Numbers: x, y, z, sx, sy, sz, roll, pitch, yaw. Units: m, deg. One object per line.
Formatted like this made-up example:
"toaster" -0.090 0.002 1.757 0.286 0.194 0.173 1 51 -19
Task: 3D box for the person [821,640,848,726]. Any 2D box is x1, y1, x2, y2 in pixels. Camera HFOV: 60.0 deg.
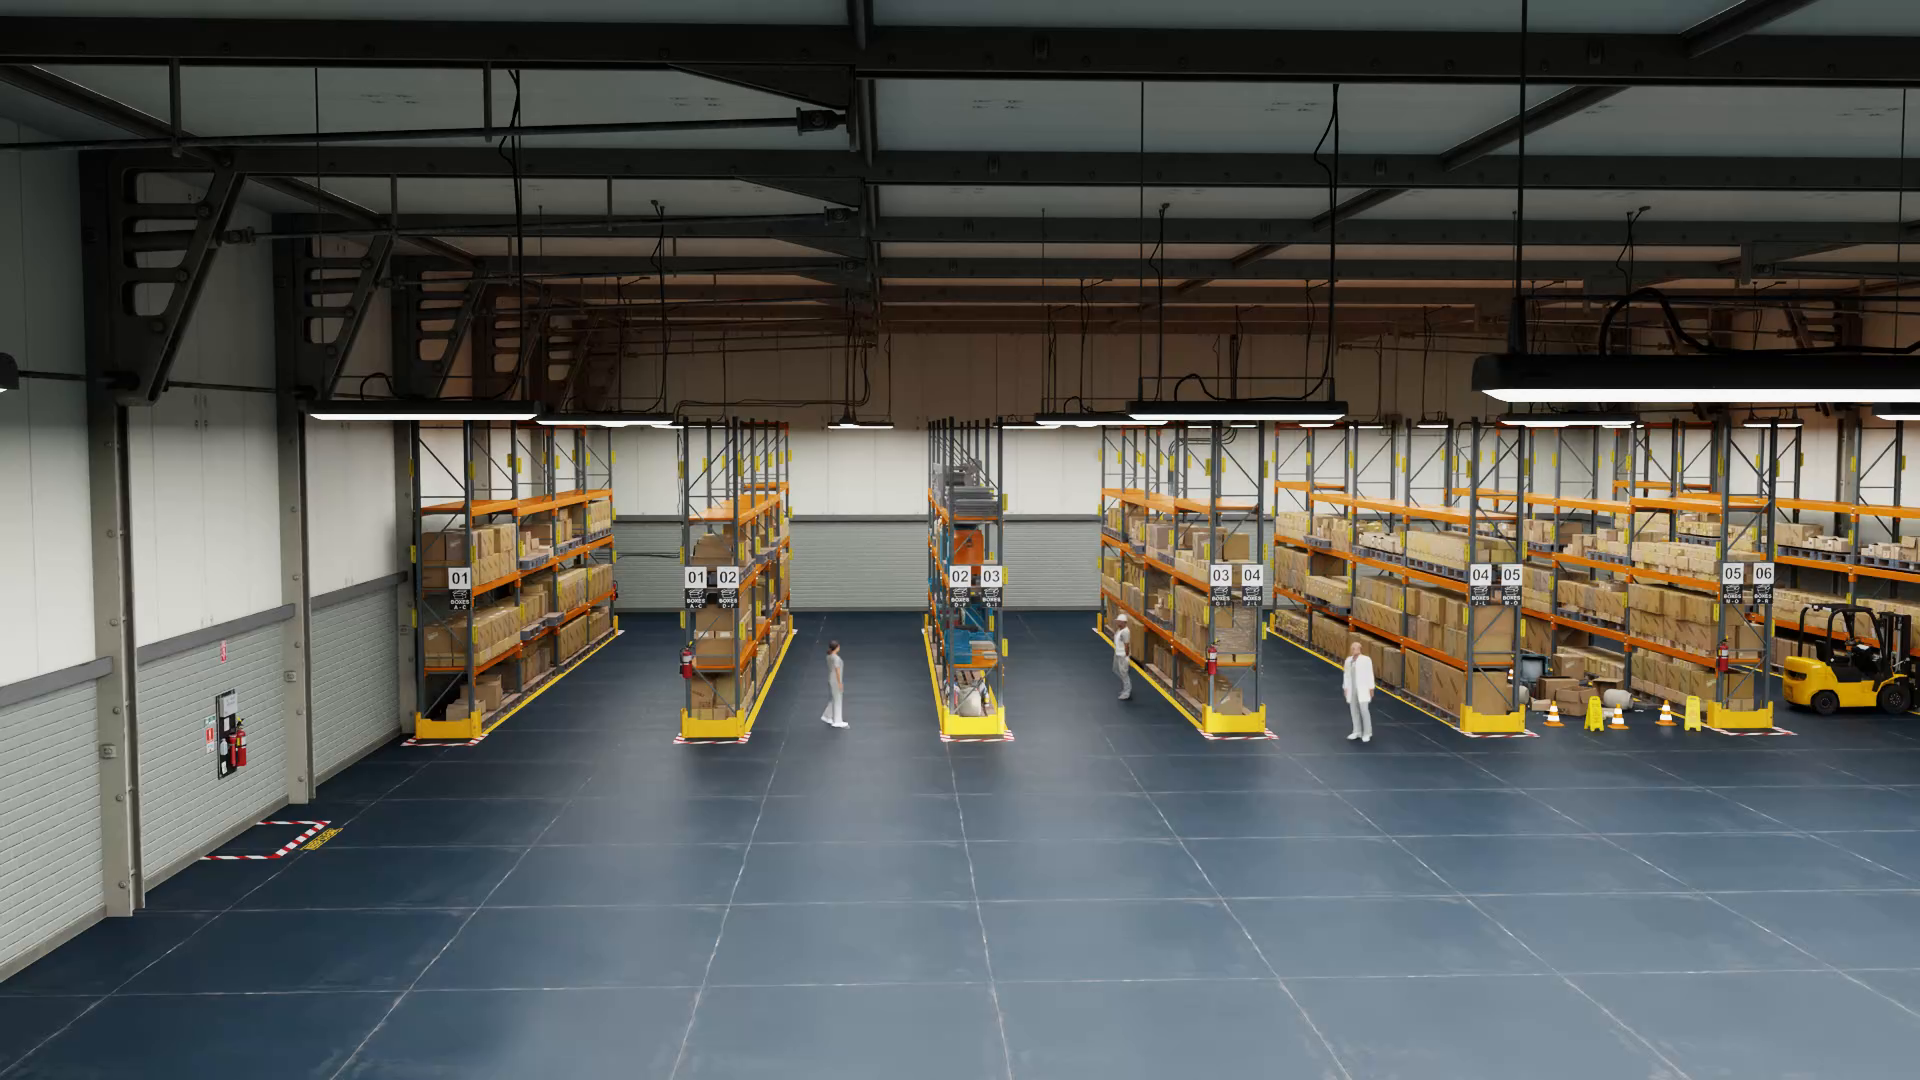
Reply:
"person" -2.438 2.788 32.371 0.464 1.691 0.521 -1 4 -20

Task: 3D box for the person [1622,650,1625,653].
"person" 17.477 2.055 42.931 0.525 1.735 1.135 4 5 44

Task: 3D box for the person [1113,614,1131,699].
"person" 3.518 2.486 35.690 0.403 1.794 0.613 0 4 -4

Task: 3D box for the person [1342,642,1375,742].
"person" 7.390 2.826 30.973 0.634 1.833 0.403 4 5 44
